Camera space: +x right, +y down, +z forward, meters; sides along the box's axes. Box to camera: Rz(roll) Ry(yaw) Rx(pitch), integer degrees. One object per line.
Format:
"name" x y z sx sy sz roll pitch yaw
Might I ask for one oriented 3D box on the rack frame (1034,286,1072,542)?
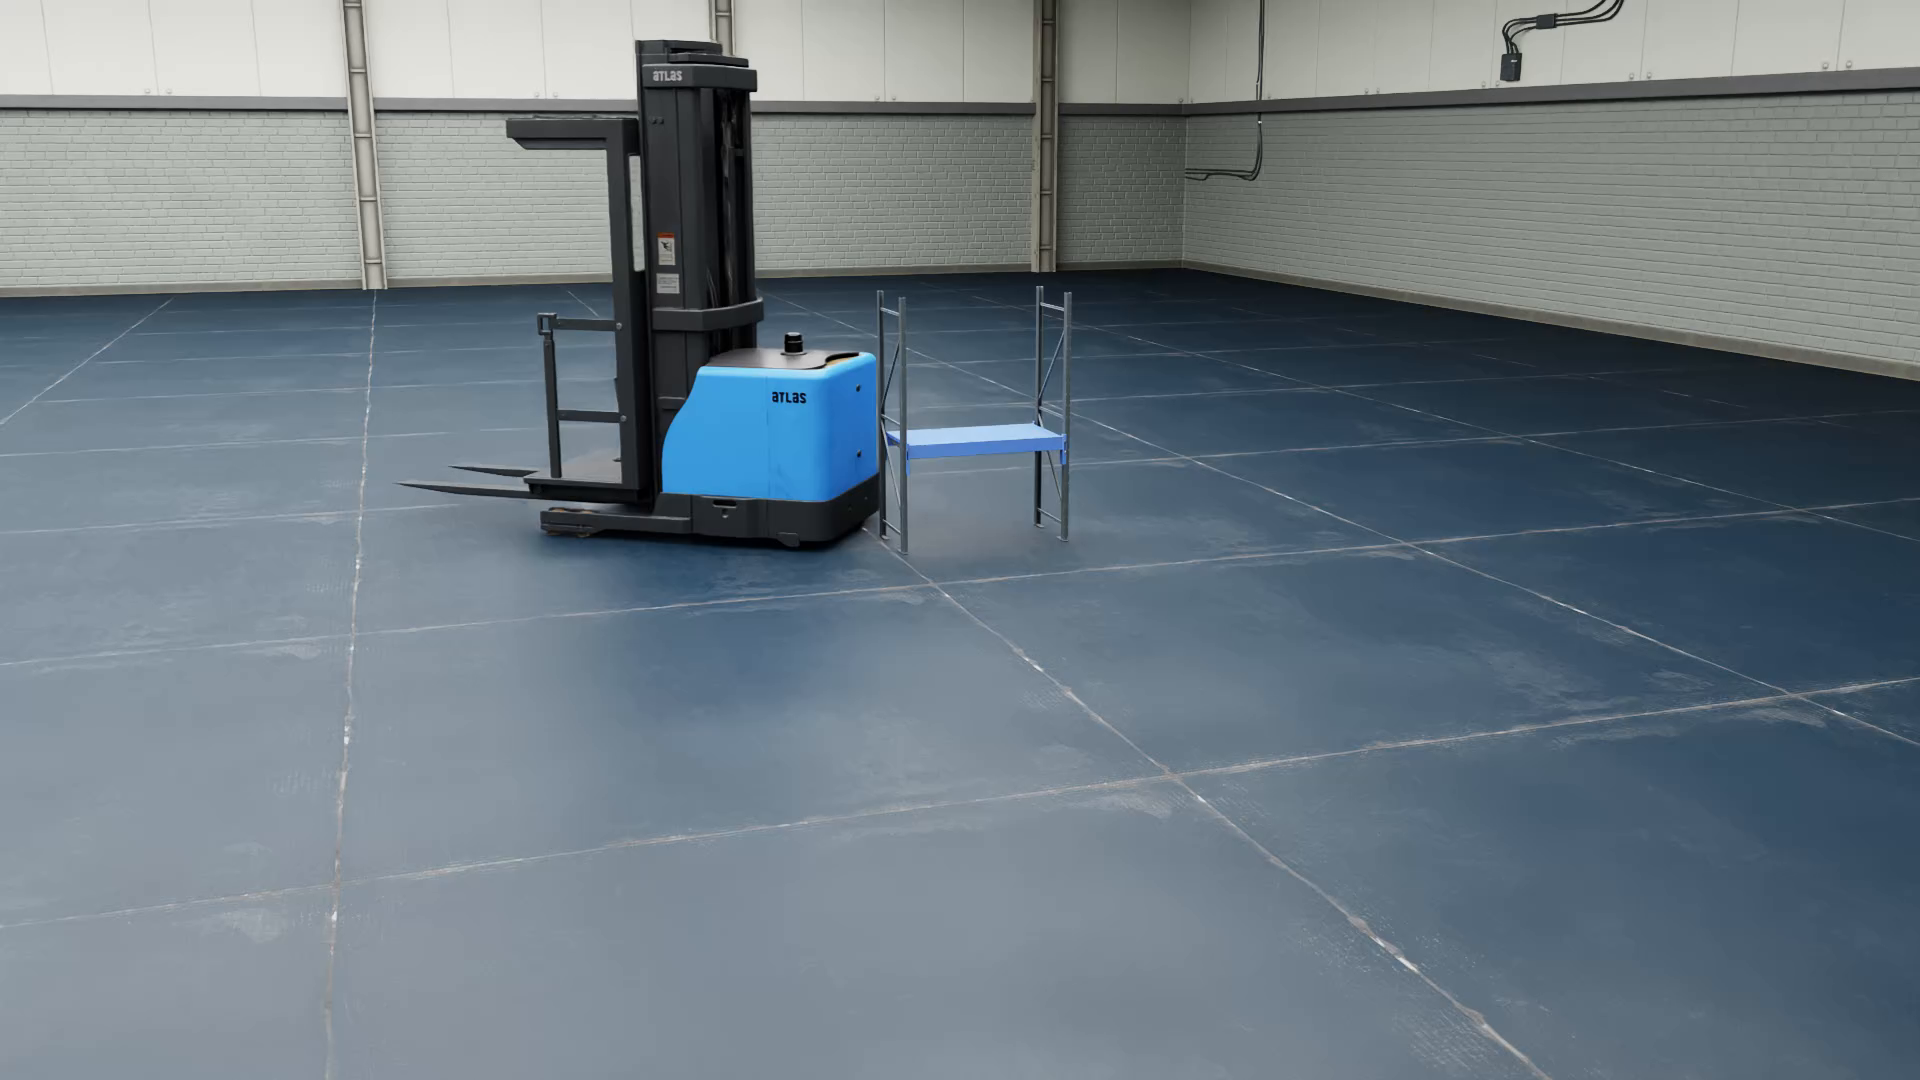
"rack frame" 0.563 -0.773 10.153 0.032 1.500 0.500 -4 14 -18

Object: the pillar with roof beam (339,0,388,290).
"pillar with roof beam" -8.418 -7.645 22.839 0.400 9.000 9.100 -4 14 -18

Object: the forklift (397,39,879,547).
"forklift" -2.085 -1.553 10.338 3.031 2.935 1.130 4 14 15

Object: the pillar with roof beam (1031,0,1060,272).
"pillar with roof beam" 2.956 -8.531 26.562 0.400 9.000 9.100 -4 14 -18

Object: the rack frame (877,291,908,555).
"rack frame" -0.401 -0.698 9.838 0.032 1.500 0.500 -4 14 -18

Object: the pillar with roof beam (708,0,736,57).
"pillar with roof beam" -2.731 -8.088 24.700 0.400 9.000 9.100 -4 14 -18

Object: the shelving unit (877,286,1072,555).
"shelving unit" 0.081 -0.736 9.996 1.048 1.500 0.538 -4 14 -18

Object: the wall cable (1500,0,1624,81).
"wall cable" 7.809 -8.974 21.075 0.169 6.003 2.305 -4 14 -18

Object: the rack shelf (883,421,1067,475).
"rack shelf" 0.081 -0.561 10.037 1.000 0.185 0.538 -4 14 -18

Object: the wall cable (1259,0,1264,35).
"wall cable" 5.659 -9.756 27.507 0.112 2.526 3.097 -4 14 -18

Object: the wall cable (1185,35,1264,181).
"wall cable" 4.796 -7.892 30.586 0.112 2.526 3.097 -4 14 -18
